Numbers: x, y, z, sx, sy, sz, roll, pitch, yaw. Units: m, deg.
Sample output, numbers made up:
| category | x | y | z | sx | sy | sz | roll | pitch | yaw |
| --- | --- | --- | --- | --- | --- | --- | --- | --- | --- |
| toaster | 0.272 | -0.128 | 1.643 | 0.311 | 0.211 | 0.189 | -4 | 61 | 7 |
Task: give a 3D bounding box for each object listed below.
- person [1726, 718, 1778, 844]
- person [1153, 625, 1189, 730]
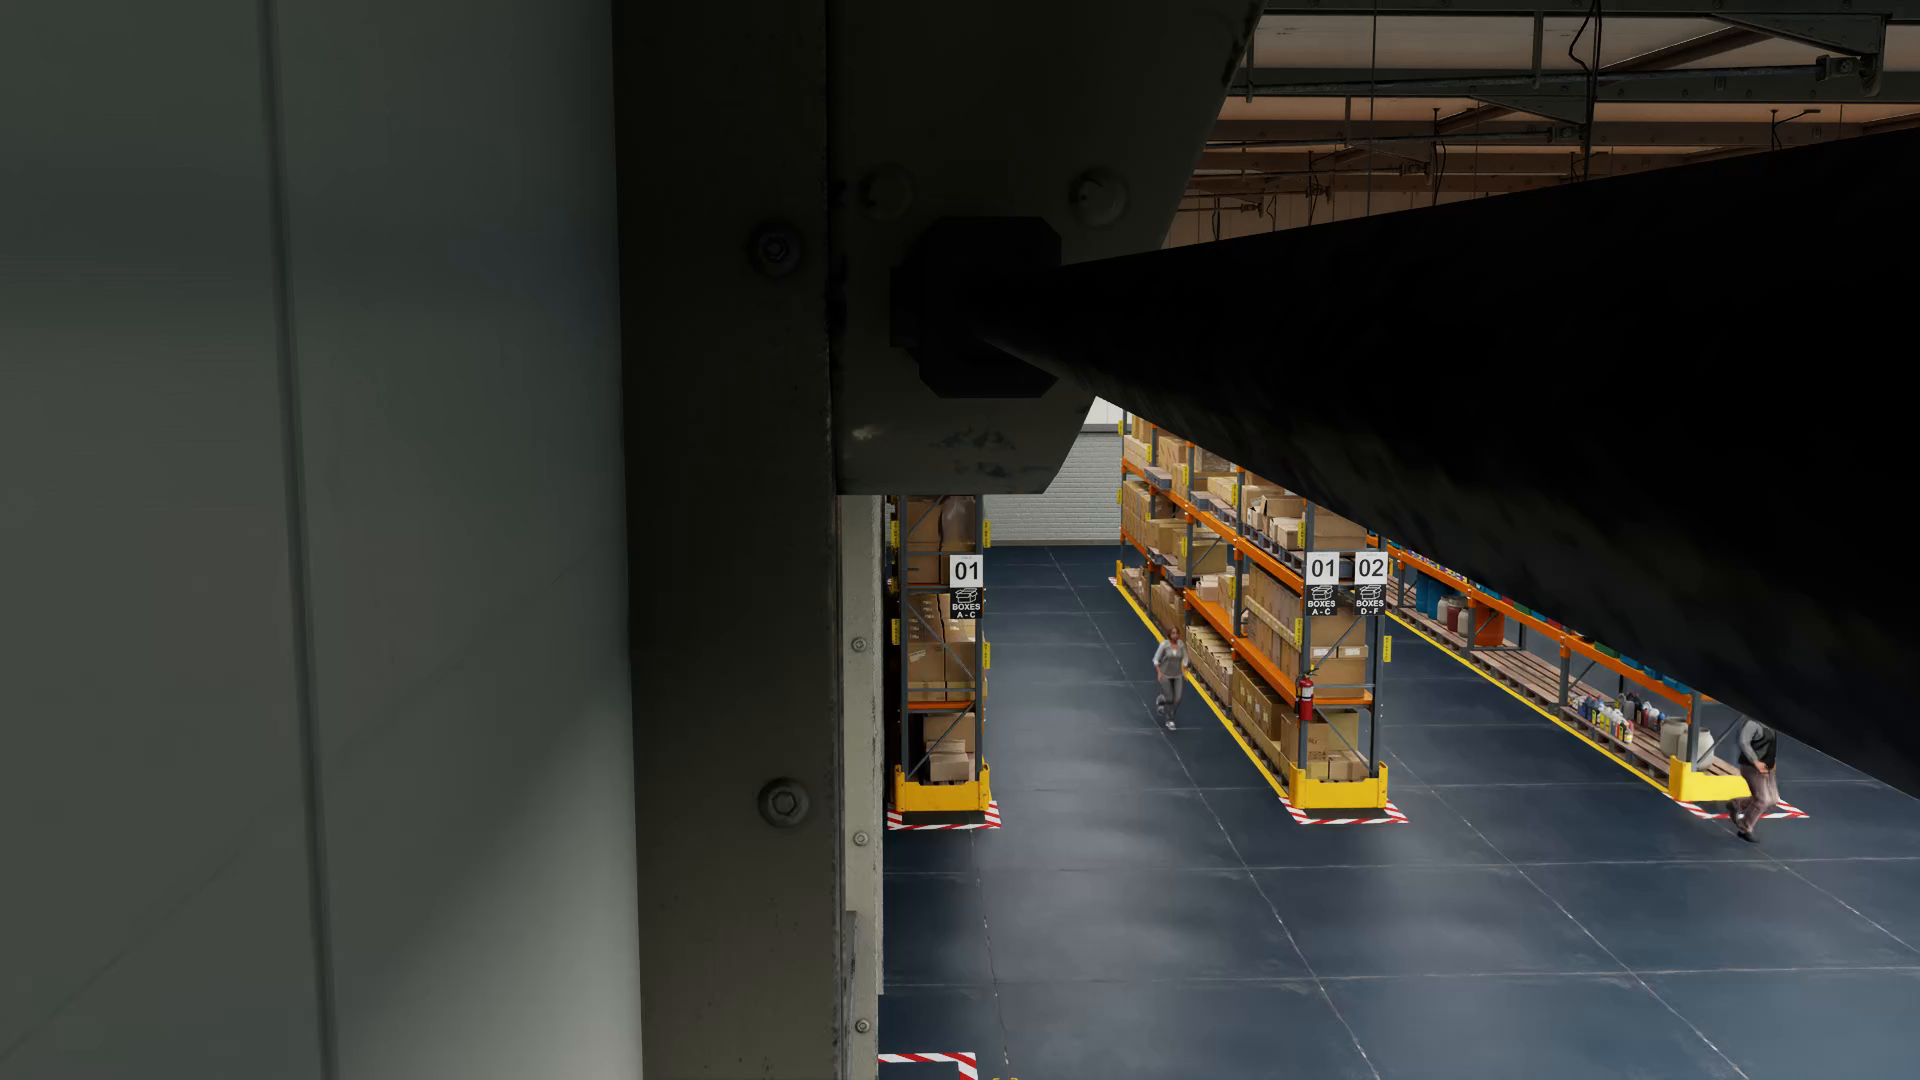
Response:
| category | x | y | z | sx | sy | sz | roll | pitch | yaw |
| --- | --- | --- | --- | --- | --- | --- | --- | --- | --- |
| person | 9.331 | 2.664 | 19.522 | 0.704 | 1.675 | 0.545 | -8 | 11 | -42 |
| person | 3.090 | 1.996 | 24.383 | 0.520 | 1.553 | 0.576 | -1 | 9 | -10 |
